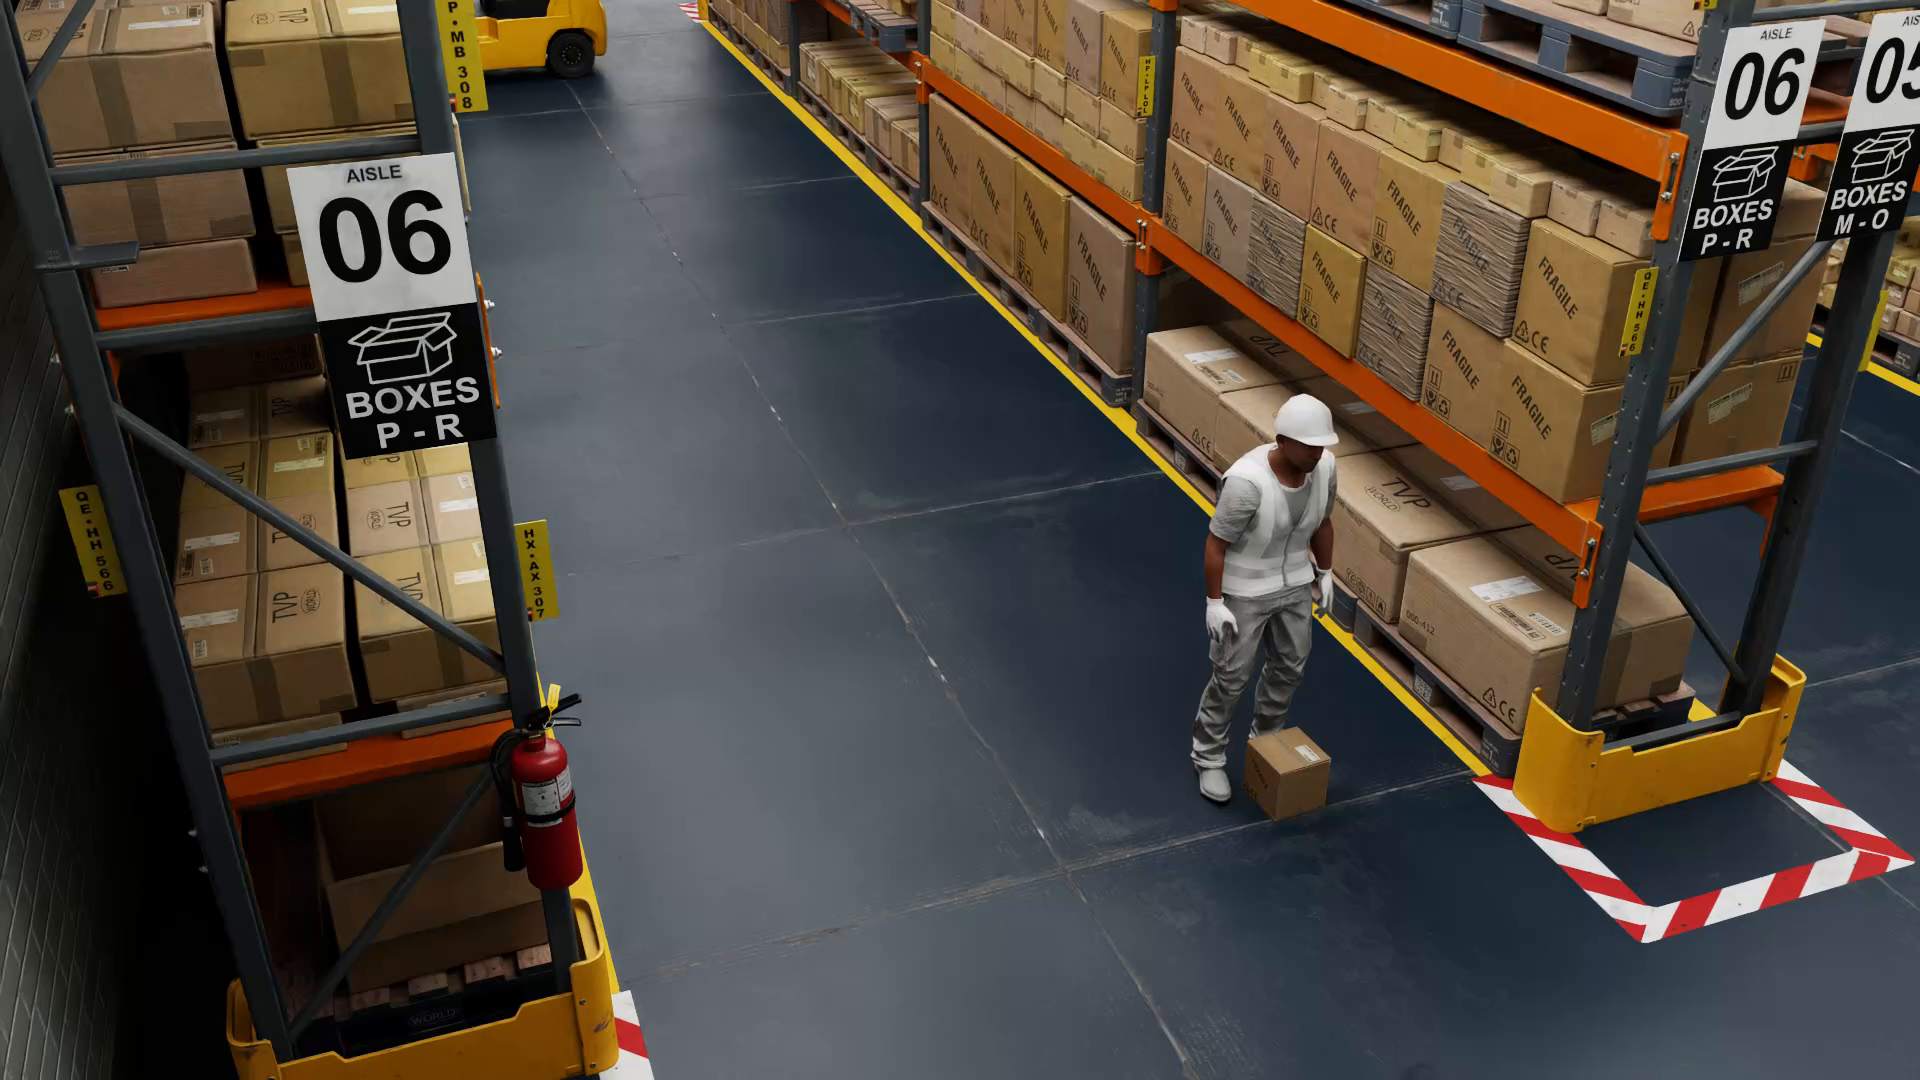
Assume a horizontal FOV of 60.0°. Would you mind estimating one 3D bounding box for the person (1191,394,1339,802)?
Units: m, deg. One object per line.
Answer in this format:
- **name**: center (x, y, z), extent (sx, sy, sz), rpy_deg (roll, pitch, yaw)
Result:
- **person**: center (1.256, 0.212, 6.743), extent (0.627, 1.774, 0.450), rpy_deg (-14, 32, -22)
